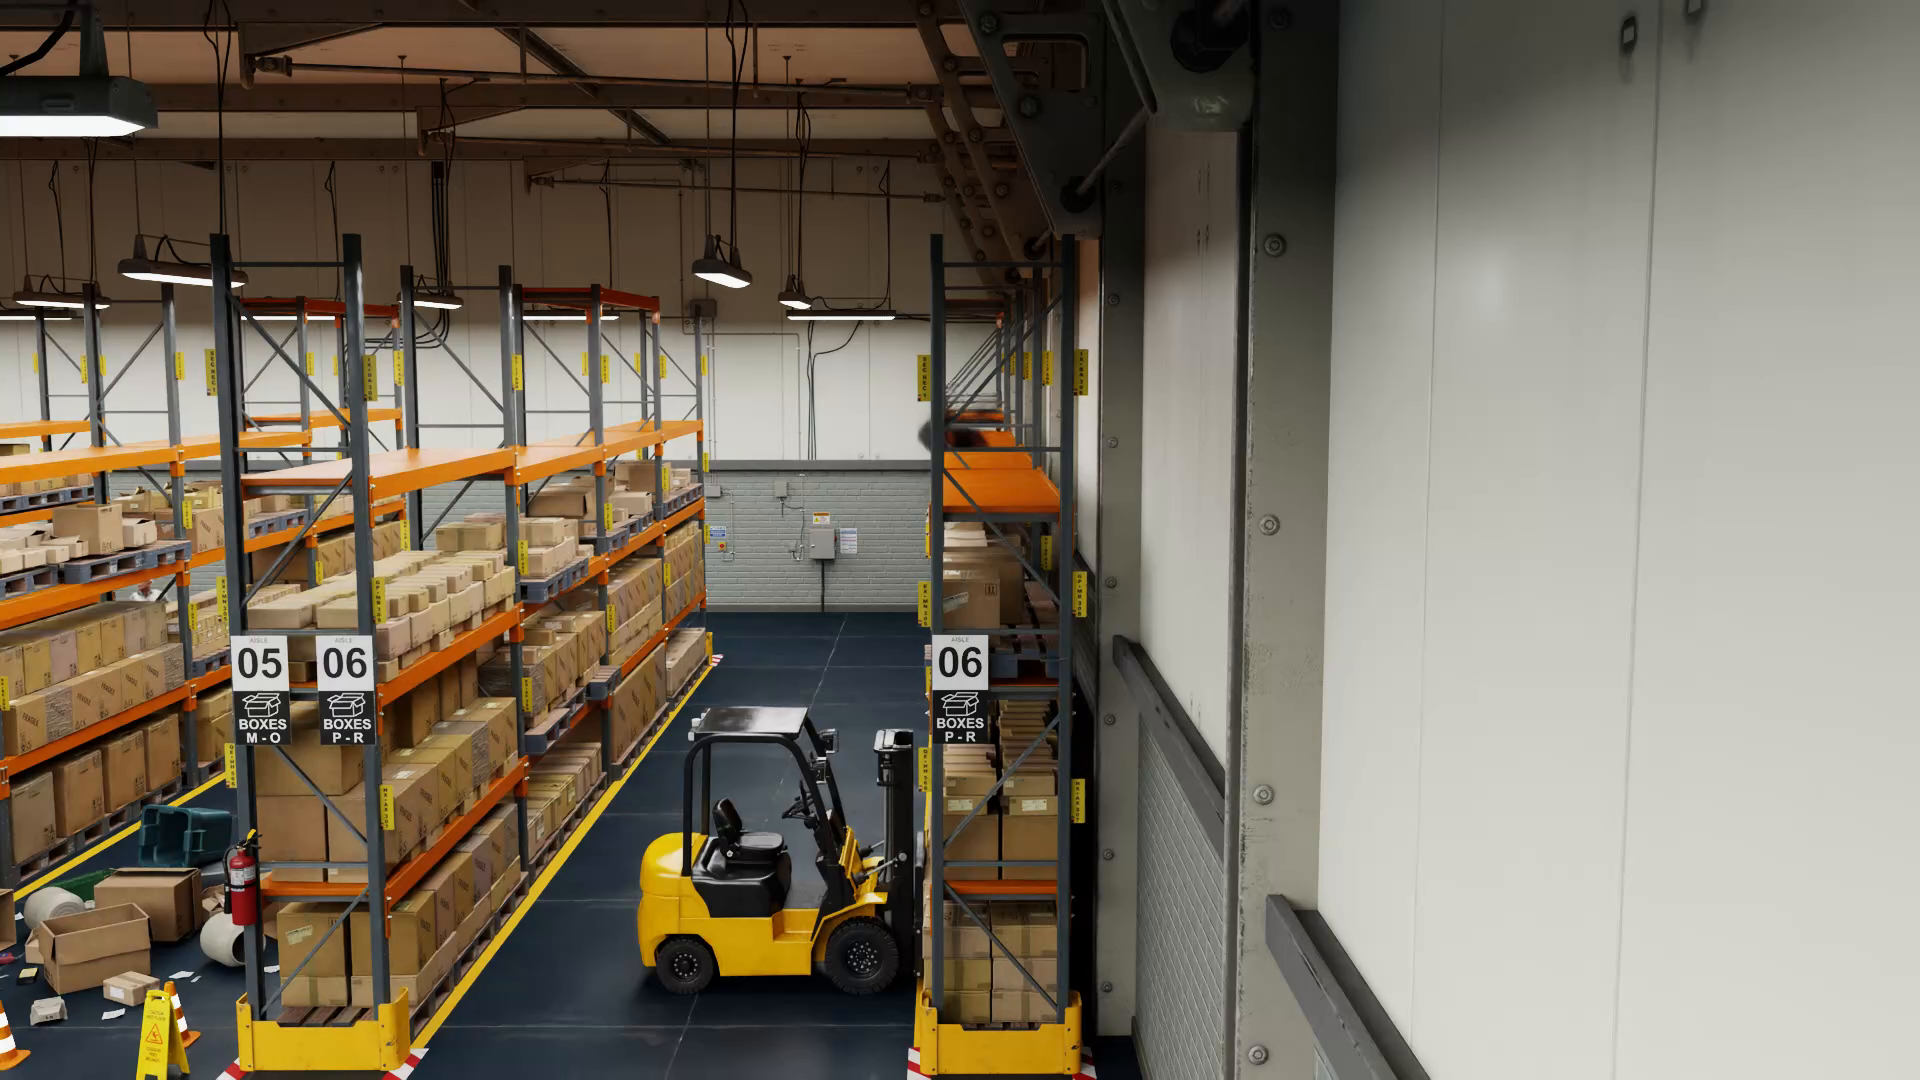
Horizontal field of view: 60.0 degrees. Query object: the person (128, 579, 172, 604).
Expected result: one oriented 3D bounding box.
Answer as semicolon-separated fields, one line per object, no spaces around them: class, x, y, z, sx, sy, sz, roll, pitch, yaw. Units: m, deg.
person;-12.854;1.388;26.352;0.678;1.748;0.627;-2;7;-16
